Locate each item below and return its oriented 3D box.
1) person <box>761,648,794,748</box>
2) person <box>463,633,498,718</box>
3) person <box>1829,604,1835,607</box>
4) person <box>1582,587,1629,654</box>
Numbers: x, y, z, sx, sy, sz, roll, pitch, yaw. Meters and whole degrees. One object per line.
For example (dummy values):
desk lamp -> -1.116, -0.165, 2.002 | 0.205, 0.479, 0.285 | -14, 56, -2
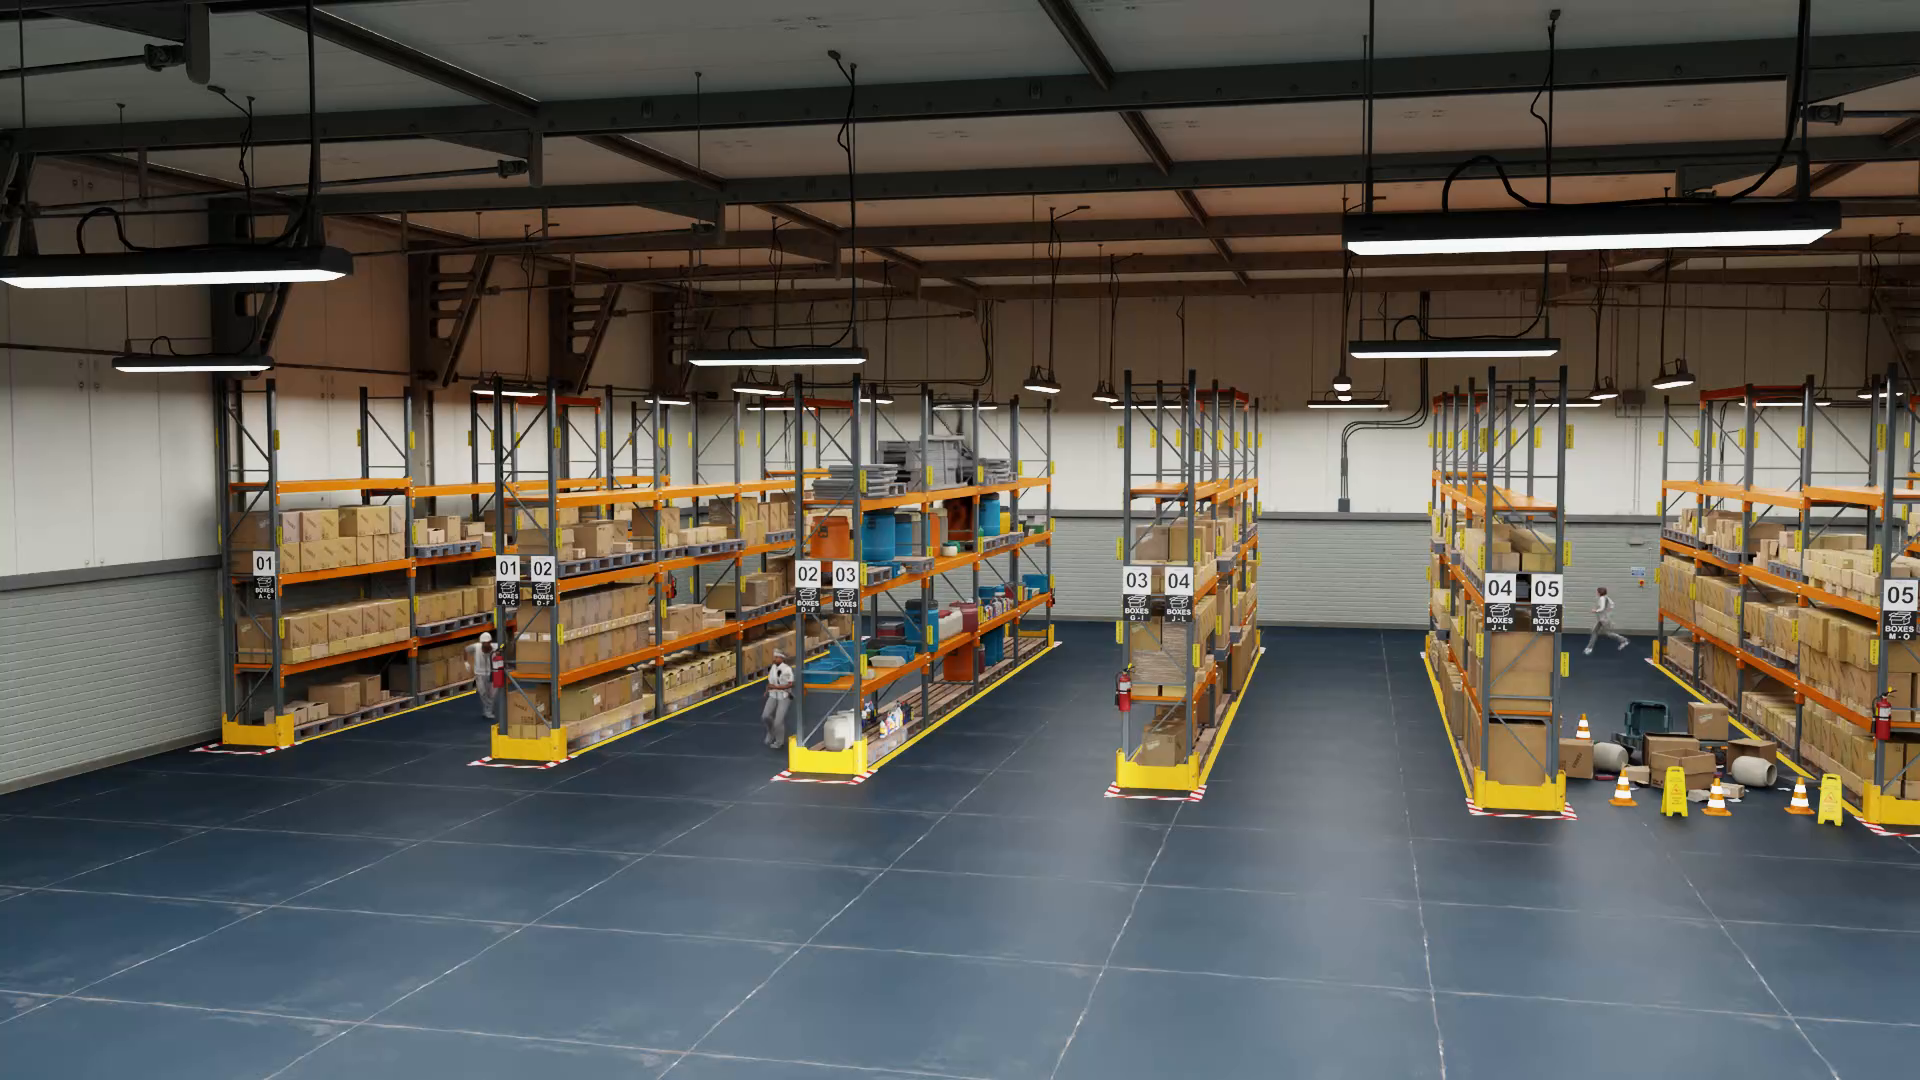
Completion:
person -> -2.966, 2.568, 26.951 | 0.661, 1.657, 0.592 | 1, 4, 23
person -> -8.515, 2.425, 29.743 | 0.715, 1.590, 0.819 | -1, 4, -16
person -> 17.519, 2.089, 33.596 | 0.671, 1.783, 0.884 | 0, 3, 3
person -> 15.037, 1.897, 38.710 | 1.016, 1.616, 0.496 | 1, 4, 17
